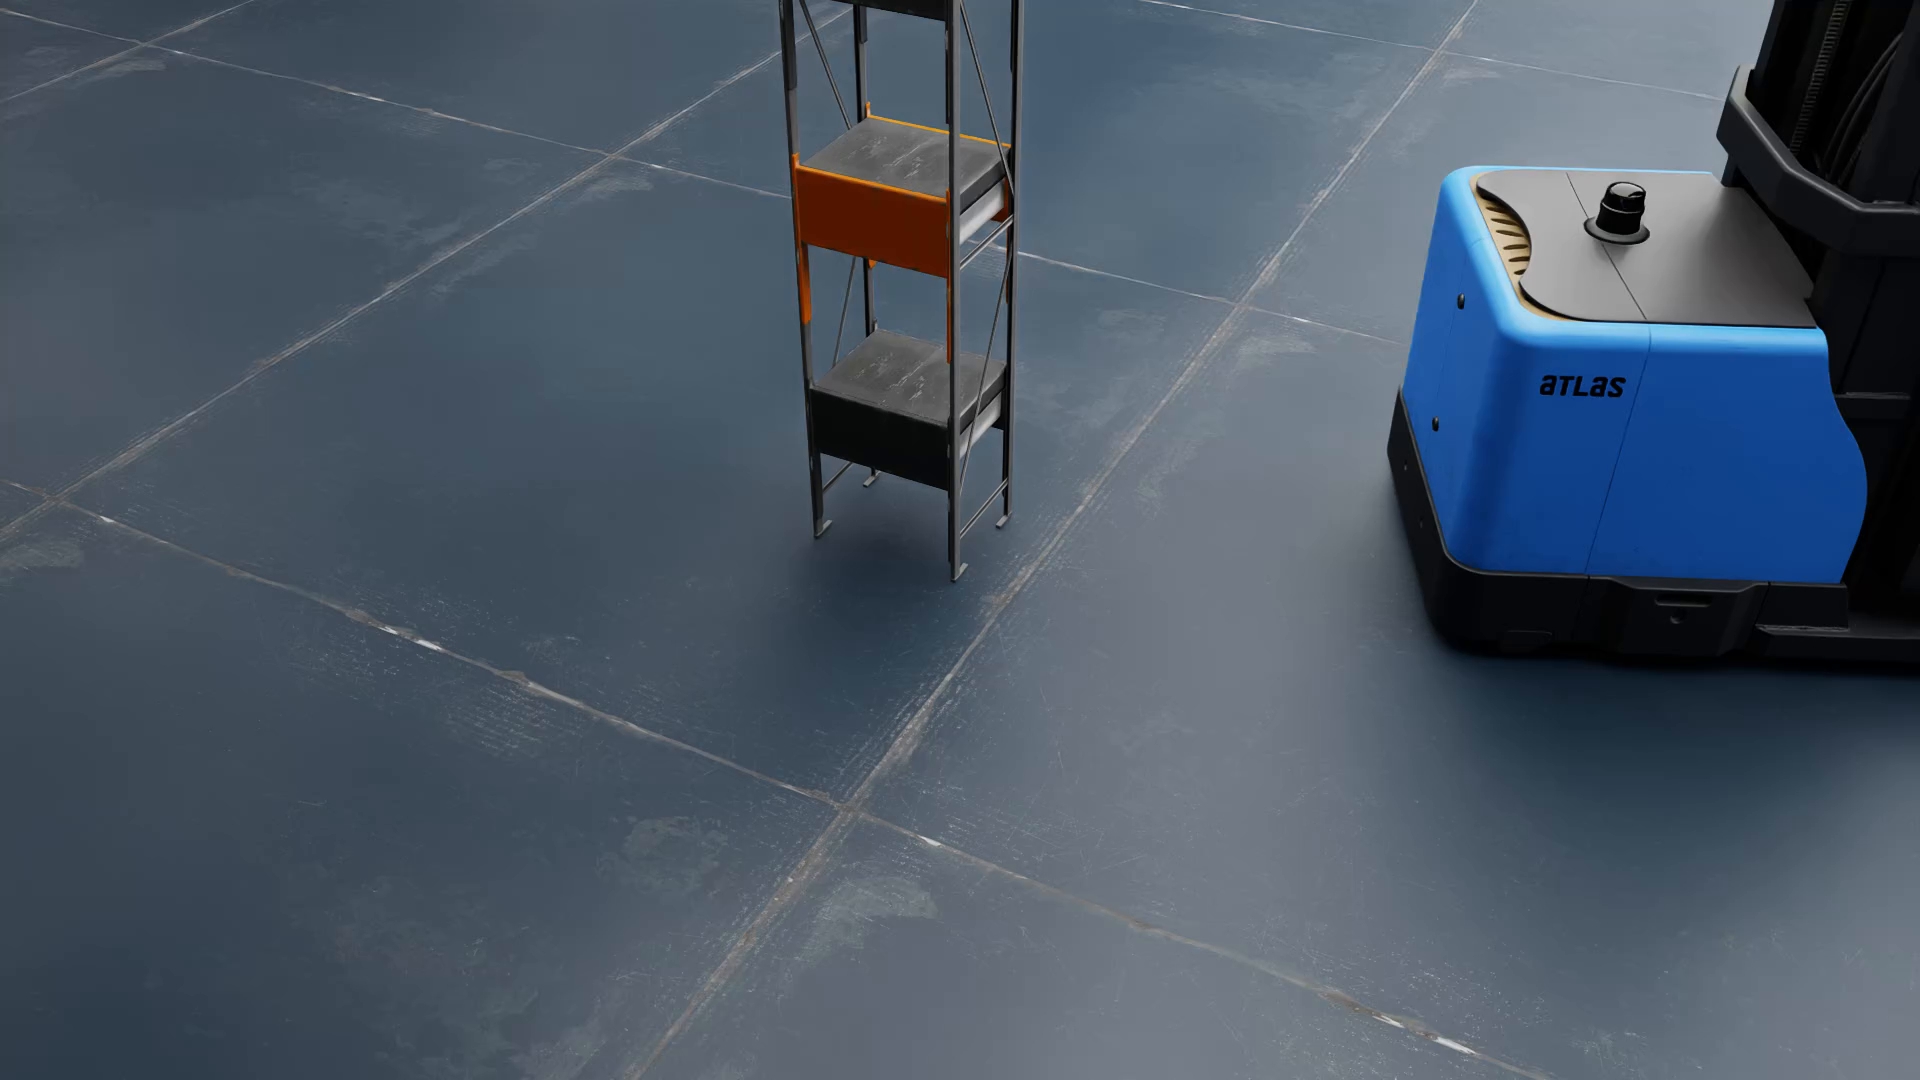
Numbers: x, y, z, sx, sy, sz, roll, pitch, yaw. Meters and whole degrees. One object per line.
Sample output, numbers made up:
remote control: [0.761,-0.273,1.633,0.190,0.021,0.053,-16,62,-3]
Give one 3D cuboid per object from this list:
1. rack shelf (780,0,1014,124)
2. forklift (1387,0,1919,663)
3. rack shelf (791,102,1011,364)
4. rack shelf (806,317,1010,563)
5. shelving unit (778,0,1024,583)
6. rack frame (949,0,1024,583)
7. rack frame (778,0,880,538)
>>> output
rack shelf: [-0.147,-1.429,4.261,0.480,0.518,0.431,17,41,21]
forklift: [2.903,-1.091,4.263,3.031,2.935,1.130,2,37,3]
rack shelf: [-0.147,-0.872,4.684,0.480,0.518,0.431,17,41,21]
rack shelf: [-0.147,-0.314,5.107,0.480,0.518,0.431,17,41,21]
shelving unit: [-0.147,-0.882,4.676,0.503,2.100,0.431,17,41,21]
rack frame: [0.070,-0.815,4.586,0.015,2.100,0.400,17,41,21]
rack frame: [-0.364,-0.950,4.765,0.015,2.100,0.400,17,41,21]
